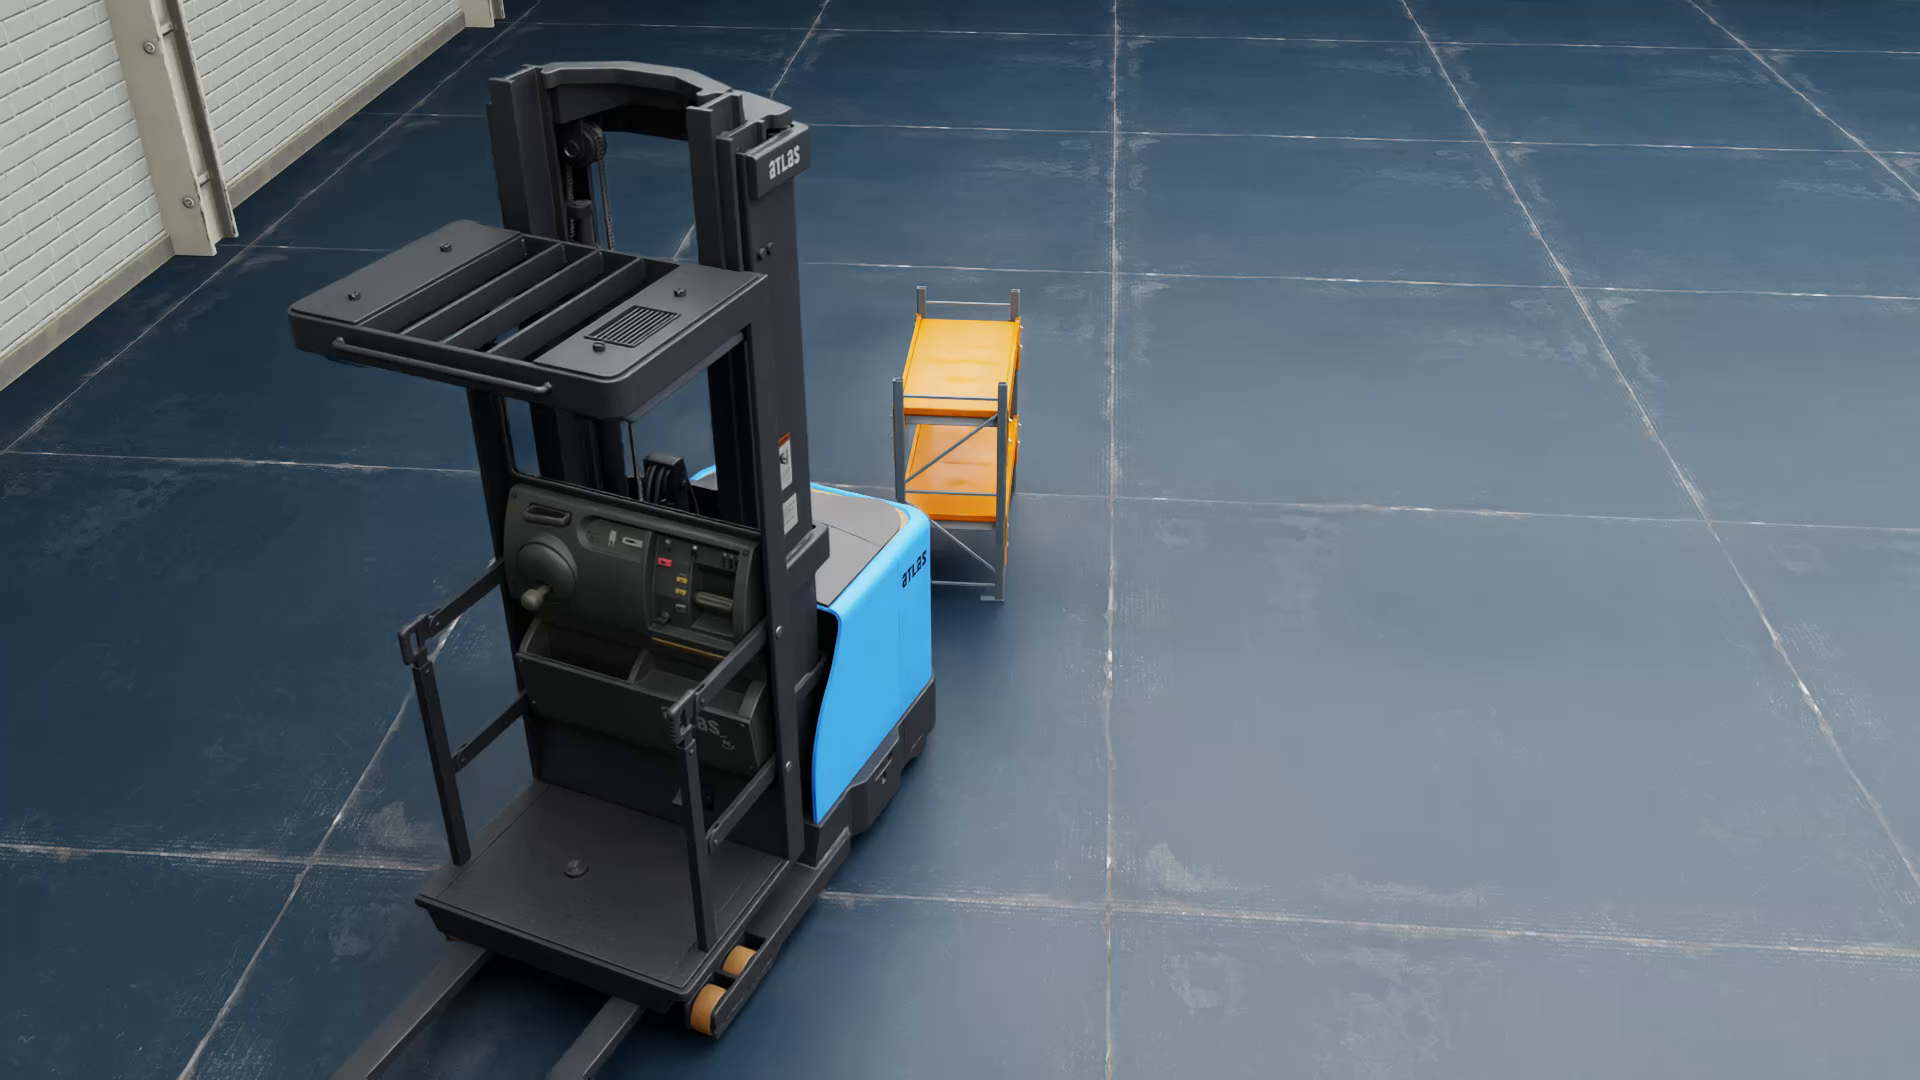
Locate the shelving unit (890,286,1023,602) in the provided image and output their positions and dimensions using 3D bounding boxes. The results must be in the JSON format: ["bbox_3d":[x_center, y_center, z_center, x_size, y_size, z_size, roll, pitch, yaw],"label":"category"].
[{"bbox_3d":[-0.001,-0.475,7.949,0.538,1.125,1.048,2,32,4],"label":"shelving unit"}]

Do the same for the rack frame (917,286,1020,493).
[{"bbox_3d":[0.041,-0.741,8.380,0.500,1.125,0.032,2,32,4],"label":"rack frame"}]

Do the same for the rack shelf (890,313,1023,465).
[{"bbox_3d":[-0.001,-0.725,7.796,0.538,0.278,1.000,2,32,4],"label":"rack shelf"}]

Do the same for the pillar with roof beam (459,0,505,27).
[{"bbox_3d":[-0.485,-8.845,14.026,9.100,9.000,0.400,2,32,4],"label":"pillar with roof beam"}]

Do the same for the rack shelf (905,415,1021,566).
[{"bbox_3d":[-0.001,-0.267,8.077,0.538,0.278,1.000,2,32,4],"label":"rack shelf"}]

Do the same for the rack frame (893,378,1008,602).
[{"bbox_3d":[-0.042,-0.210,7.518,0.500,1.125,0.032,2,32,4],"label":"rack frame"}]

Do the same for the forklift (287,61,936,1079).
[{"bbox_3d":[-1.165,0.149,5.215,1.130,2.935,3.031,13,34,20],"label":"forklift"}]

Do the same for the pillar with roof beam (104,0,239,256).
[{"bbox_3d":[-0.973,-5.708,8.935,9.100,9.000,0.400,2,32,4],"label":"pillar with roof beam"}]
